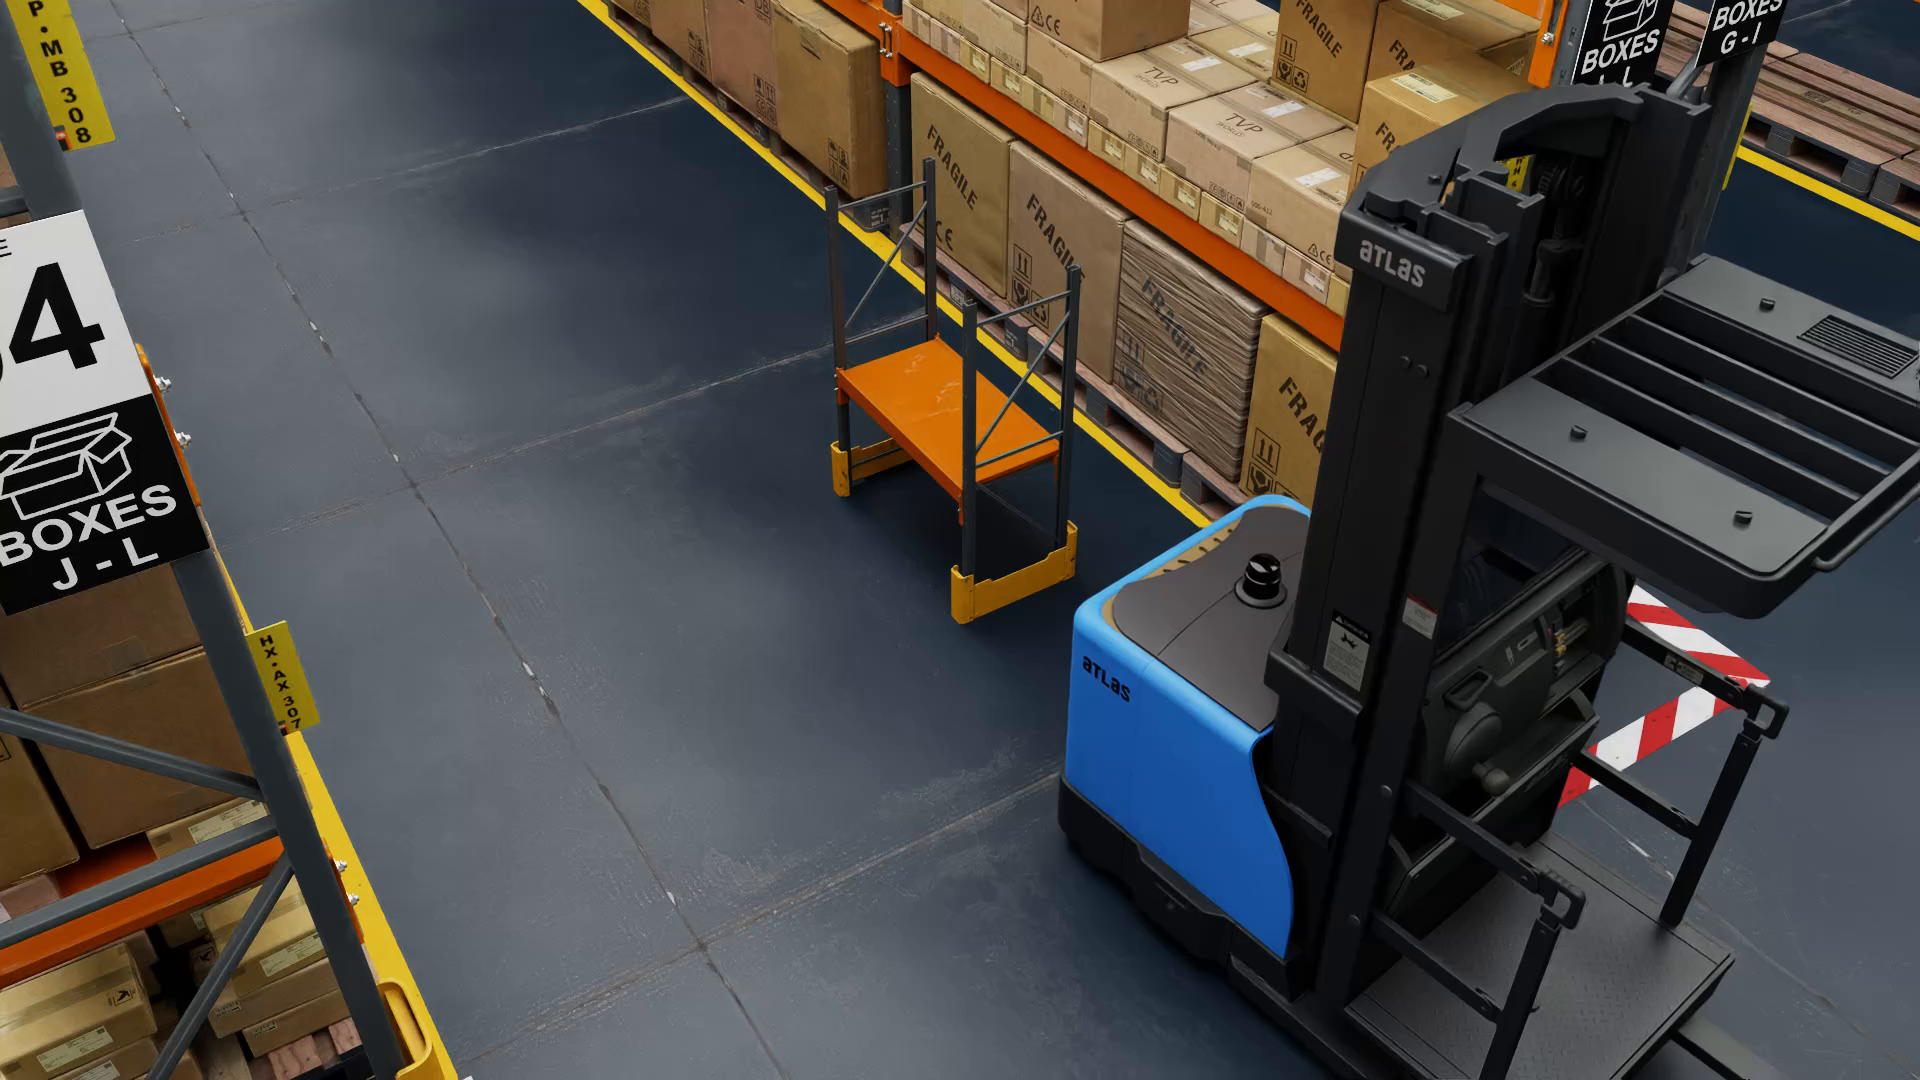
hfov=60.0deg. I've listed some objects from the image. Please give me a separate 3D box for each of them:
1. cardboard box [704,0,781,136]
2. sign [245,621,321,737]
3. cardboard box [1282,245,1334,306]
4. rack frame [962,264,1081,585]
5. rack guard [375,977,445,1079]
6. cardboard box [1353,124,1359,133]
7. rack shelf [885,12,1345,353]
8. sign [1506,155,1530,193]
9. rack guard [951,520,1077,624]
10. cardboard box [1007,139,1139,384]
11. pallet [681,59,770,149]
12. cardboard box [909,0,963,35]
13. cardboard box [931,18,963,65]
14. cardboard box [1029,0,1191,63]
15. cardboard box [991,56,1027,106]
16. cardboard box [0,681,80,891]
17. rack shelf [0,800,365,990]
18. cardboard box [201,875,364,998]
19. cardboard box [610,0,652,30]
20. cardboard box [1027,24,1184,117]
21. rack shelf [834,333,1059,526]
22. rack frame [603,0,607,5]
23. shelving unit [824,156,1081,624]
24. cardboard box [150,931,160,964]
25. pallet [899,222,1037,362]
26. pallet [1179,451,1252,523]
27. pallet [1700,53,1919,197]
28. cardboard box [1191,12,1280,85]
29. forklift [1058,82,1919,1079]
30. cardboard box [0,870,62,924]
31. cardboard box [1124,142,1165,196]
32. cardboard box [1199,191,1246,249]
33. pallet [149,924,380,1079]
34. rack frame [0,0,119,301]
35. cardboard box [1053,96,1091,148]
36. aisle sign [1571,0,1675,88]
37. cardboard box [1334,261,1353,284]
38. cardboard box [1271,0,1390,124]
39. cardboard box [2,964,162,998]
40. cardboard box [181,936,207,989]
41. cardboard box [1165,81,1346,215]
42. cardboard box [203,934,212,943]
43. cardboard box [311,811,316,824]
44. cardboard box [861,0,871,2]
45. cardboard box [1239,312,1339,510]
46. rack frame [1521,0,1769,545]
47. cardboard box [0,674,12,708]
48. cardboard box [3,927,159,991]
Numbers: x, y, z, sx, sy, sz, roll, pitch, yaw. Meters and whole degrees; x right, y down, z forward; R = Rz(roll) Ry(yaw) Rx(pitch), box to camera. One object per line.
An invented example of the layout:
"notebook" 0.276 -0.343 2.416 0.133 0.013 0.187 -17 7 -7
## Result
"cardboard box" -0.780 -3.133 9.999 1.225 0.875 0.875 -24 45 -26
"sign" -1.566 0.325 3.841 0.100 0.325 0.005 -22 45 -24
"cardboard box" 1.468 -1.067 6.384 0.380 0.149 0.250 -22 45 -24
"rack frame" 0.227 -0.348 6.496 0.500 1.500 0.032 -22 45 -24
"rack guard" -2.064 1.763 4.743 1.175 0.500 0.348 -22 45 -24
"cardboard box" 1.897 -1.496 6.586 0.500 0.250 0.500 -23 45 -25
"rack shelf" 1.137 -1.612 7.403 1.077 0.370 4.000 -22 45 -24
"sign" 1.748 -1.165 5.216 0.100 0.325 0.005 -22 45 -24
"rack guard" 0.227 0.132 6.897 0.587 0.250 0.087 -22 45 -24
"cardboard box" 0.833 -1.443 7.970 0.875 0.875 0.875 -22 45 -24
"pallet" -1.077 -2.946 10.620 1.003 0.211 1.213 -22 45 -24
"cardboard box" 0.094 -2.680 8.008 0.500 0.250 0.500 -23 45 -25
"cardboard box" 0.082 -2.455 8.049 0.380 0.149 0.250 -24 45 -26
"cardboard box" 0.646 -2.418 7.108 0.500 0.500 0.500 -24 45 -26
"cardboard box" 0.367 -2.172 7.709 0.380 0.149 0.250 -23 45 -26
"cardboard box" -2.482 0.538 3.951 0.500 0.500 0.500 -21 44 -24
"rack shelf" -3.099 0.041 5.419 1.077 0.370 4.000 -22 45 -24
"cardboard box" -2.019 1.150 4.961 0.380 0.149 0.250 -24 46 -26
"cardboard box" -1.735 -4.092 11.149 1.225 0.875 0.875 -24 46 -26
"cardboard box" 0.640 -2.133 7.351 0.500 0.250 0.500 -21 44 -23
"rack shelf" -0.046 -0.484 6.940 0.538 0.185 1.000 -22 45 -24
"rack frame" -2.089 -5.126 11.059 1.000 3.000 0.127 -22 45 -24
"shelving unit" -0.041 -0.617 6.819 0.587 1.500 1.083 -22 45 -24
"cardboard box" -2.776 1.290 5.258 0.380 0.149 0.250 -22 45 -25
"pallet" 0.405 -1.459 8.836 1.003 0.211 1.213 -22 45 -24
"pallet" 1.717 -0.142 7.255 1.003 0.211 1.213 -22 45 -24
"pallet" 5.326 -2.558 10.155 1.003 0.211 1.213 -22 45 -24
"cardboard box" 1.345 -2.048 7.249 0.500 0.250 0.500 -23 45 -25
"forklift" 1.693 0.429 4.446 1.130 2.935 3.031 -29 48 -30
"cardboard box" -2.437 0.862 4.069 0.380 0.149 0.250 -22 45 -24
"cardboard box" 0.922 -1.616 7.042 0.380 0.149 0.250 -21 44 -24
"cardboard box" 1.193 -1.342 6.713 0.380 0.149 0.250 -23 45 -25
"pallet" -2.471 1.424 5.376 1.003 0.211 1.213 -22 45 -24
"rack frame" -2.024 -1.461 1.973 1.000 3.000 0.127 -22 45 -24
"cardboard box" 0.638 -1.897 7.380 0.380 0.149 0.250 -22 44 -24
"aisle sign" 1.998 -1.665 4.874 0.394 0.787 0.004 -22 45 -24
"cardboard box" 1.728 -1.035 6.034 0.500 0.250 0.500 -23 45 -25
"cardboard box" 1.630 -2.053 6.669 0.500 0.500 0.500 -23 45 -26
"cardboard box" -2.643 1.318 4.992 0.380 0.149 0.250 -23 45 -25
"cardboard box" -2.245 1.272 5.279 0.380 0.149 0.250 -22 45 -25
"cardboard box" 1.182 -1.584 6.693 0.500 0.250 0.500 -24 45 -26
"cardboard box" -2.189 1.125 5.223 0.380 0.149 0.250 -22 45 -25
"cardboard box" -2.296 0.862 5.306 0.380 0.149 0.250 -22 45 -25
"cardboard box" -0.420 -3.164 8.626 0.500 0.500 0.500 -22 45 -24
"cardboard box" 1.801 -0.472 6.804 0.875 0.875 0.875 -22 45 -24
"rack frame" 2.213 -0.809 5.877 1.000 3.000 0.127 -22 45 -24
"cardboard box" -2.479 0.146 3.640 0.500 0.500 0.500 -23 45 -25
"cardboard box" -2.609 1.196 4.906 0.380 0.149 0.250 -21 44 -24
